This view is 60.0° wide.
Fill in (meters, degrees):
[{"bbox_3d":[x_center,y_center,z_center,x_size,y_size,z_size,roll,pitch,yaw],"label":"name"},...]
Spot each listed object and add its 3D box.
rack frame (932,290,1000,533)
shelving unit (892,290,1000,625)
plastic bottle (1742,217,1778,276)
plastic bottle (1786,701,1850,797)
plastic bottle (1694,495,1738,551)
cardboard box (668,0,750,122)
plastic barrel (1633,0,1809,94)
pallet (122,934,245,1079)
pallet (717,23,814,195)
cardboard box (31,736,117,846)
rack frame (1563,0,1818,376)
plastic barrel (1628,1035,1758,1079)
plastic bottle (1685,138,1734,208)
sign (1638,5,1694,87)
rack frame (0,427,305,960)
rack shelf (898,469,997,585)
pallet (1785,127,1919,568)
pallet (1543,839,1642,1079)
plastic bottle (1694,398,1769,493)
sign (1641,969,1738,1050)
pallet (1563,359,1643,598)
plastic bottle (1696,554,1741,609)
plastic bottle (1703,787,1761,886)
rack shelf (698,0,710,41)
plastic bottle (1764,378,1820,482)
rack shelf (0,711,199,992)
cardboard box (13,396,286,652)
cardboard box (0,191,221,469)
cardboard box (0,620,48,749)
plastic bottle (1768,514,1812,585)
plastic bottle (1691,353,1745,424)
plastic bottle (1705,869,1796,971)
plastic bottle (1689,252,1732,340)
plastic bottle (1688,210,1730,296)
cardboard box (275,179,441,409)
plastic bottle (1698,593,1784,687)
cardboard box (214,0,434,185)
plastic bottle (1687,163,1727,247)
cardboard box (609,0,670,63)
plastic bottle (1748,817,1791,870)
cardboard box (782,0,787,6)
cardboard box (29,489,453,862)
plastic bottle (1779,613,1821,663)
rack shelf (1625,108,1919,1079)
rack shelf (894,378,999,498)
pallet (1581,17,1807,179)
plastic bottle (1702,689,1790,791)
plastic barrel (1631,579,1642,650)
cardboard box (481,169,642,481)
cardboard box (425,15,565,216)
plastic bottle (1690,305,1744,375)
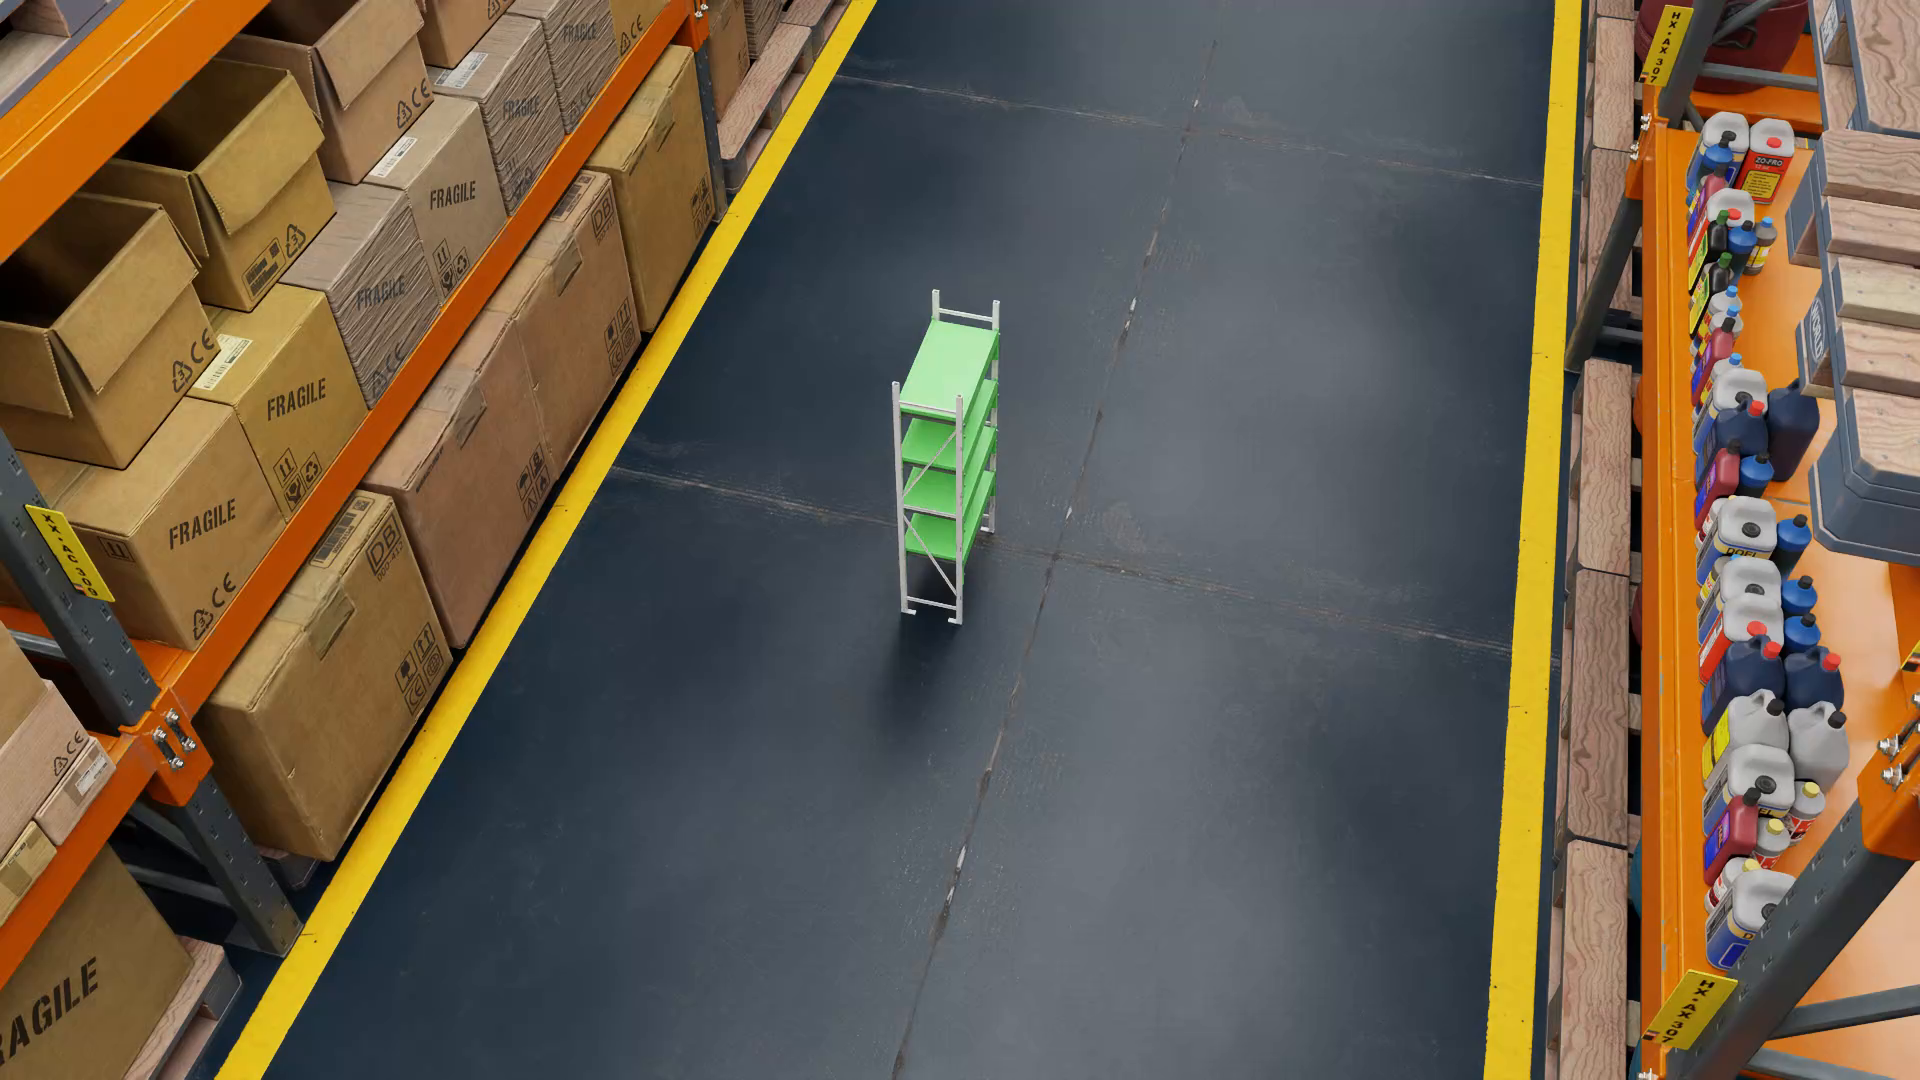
[{"bbox_3d":[0.021,-0.454,6.269,0.240,1.200,0.015,12,50,10],"label":"rack frame"},{"bbox_3d":[-0.044,-0.277,6.113,0.258,1.200,0.503,12,50,10],"label":"shelving unit"},{"bbox_3d":[2.731,-1.015,5.697,0.097,0.201,0.097,0,49,0],"label":"plastic bottle"},{"bbox_3d":[2.166,0.533,4.231,0.144,0.351,0.185,12,50,10],"label":"plastic bottle"},{"bbox_3d":[2.222,-0.049,4.844,0.097,0.201,0.097,0,49,0],"label":"plastic bottle"},{"bbox_3d":[-1.468,-2.460,8.213,0.700,0.500,0.500,9,49,8],"label":"cardboard box"},{"bbox_3d":[2.984,-2.116,6.445,0.600,0.536,0.708,12,50,10],"label":"plastic barrel"},{"bbox_3d":[-2.953,1.697,5.030,1.003,0.211,1.213,12,50,10],"label":"pallet"},{"bbox_3d":[-1.417,-2.296,8.554,1.003,0.211,1.213,12,50,10],"label":"pallet"},{"bbox_3d":[-2.442,0.608,4.299,0.380,0.149,0.250,12,50,10],"label":"cardboard box"},{"bbox_3d":[3.154,-1.676,6.147,1.000,3.000,0.127,12,50,10],"label":"rack frame"},{"bbox_3d":[2.261,1.383,4.567,0.600,0.901,0.708,12,50,10],"label":"plastic barrel"},{"bbox_3d":[2.671,-1.306,5.906,0.097,0.271,0.097,0,49,0],"label":"plastic bottle"},{"bbox_3d":[2.621,-1.833,6.177,0.100,0.325,0.005,12,50,10],"label":"sign"},{"bbox_3d":[-2.677,0.240,4.456,1.000,3.000,0.127,12,50,10],"label":"rack frame"},{"bbox_3d":[-0.044,-0.076,6.341,0.258,0.148,0.480,12,50,10],"label":"rack shelf"},{"bbox_3d":[2.213,-0.299,3.057,1.213,0.211,1.003,12,50,10],"label":"pallet"},{"bbox_3d":[2.344,1.590,5.125,1.003,0.211,1.213,12,50,10],"label":"pallet"},{"bbox_3d":[2.317,-0.293,4.959,0.144,0.351,0.185,12,50,10],"label":"plastic bottle"},{"bbox_3d":[1.571,1.016,3.587,0.100,0.325,0.005,12,50,10],"label":"sign"},{"bbox_3d":[2.986,-0.175,6.682,1.003,0.211,1.213,12,50,10],"label":"pallet"},{"bbox_3d":[2.161,0.119,4.696,0.097,0.201,0.097,0,49,0],"label":"plastic bottle"},{"bbox_3d":[1.910,0.731,4.101,0.061,0.283,0.133,12,50,10],"label":"plastic bottle"},{"bbox_3d":[-1.098,-3.862,8.556,1.077,0.370,4.000,12,50,10],"label":"rack shelf"},{"bbox_3d":[2.499,-0.360,5.019,0.144,0.351,0.185,12,50,10],"label":"plastic bottle"},{"bbox_3d":[-3.204,1.925,3.449,1.077,0.370,4.000,12,50,10],"label":"rack shelf"},{"bbox_3d":[-2.315,-0.077,4.669,0.500,0.500,0.500,12,50,10],"label":"cardboard box"},{"bbox_3d":[-2.517,-0.589,4.452,0.797,0.503,0.637,10,49,9],"label":"cardboard box"},{"bbox_3d":[-2.540,0.328,3.780,0.500,0.500,0.500,13,50,11],"label":"cardboard box"},{"bbox_3d":[2.343,0.028,4.729,0.097,0.271,0.097,0,49,0],"label":"plastic bottle"},{"bbox_3d":[2.367,-0.470,5.169,0.097,0.271,0.097,0,49,0],"label":"plastic bottle"},{"bbox_3d":[1.893,0.910,3.948,0.152,0.276,0.135,12,50,10],"label":"plastic bottle"},{"bbox_3d":[2.466,-0.799,5.451,0.061,0.283,0.133,12,50,10],"label":"plastic bottle"},{"bbox_3d":[2.527,-0.966,5.598,0.061,0.283,0.133,12,50,10],"label":"plastic bottle"},{"bbox_3d":[-2.052,-0.802,5.310,0.500,0.500,0.500,11,49,9],"label":"cardboard box"},{"bbox_3d":[2.122,0.281,4.503,0.152,0.276,0.135,12,50,10],"label":"plastic bottle"},{"bbox_3d":[-2.177,-1.535,5.288,0.797,0.503,0.637,13,50,11],"label":"cardboard box"},{"bbox_3d":[2.597,-1.159,5.769,0.061,0.283,0.133,12,50,10],"label":"plastic bottle"},{"bbox_3d":[-1.515,-2.281,6.614,0.500,0.500,0.500,13,50,11],"label":"cardboard box"},{"bbox_3d":[1.991,0.760,4.130,0.097,0.201,0.097,0,49,0],"label":"plastic bottle"},{"bbox_3d":[-1.191,-3.275,8.933,0.700,0.500,0.500,15,50,13],"label":"cardboard box"},{"bbox_3d":[-2.528,0.337,5.508,1.225,0.875,0.875,12,50,10],"label":"cardboard box"},{"bbox_3d":[2.247,0.293,4.495,0.097,0.271,0.097,0,49,0],"label":"plastic bottle"},{"bbox_3d":[2.627,0.009,5.140,1.077,0.370,4.000,12,50,10],"label":"rack shelf"},{"bbox_3d":[-0.044,-0.394,5.981,0.258,0.148,0.480,12,50,10],"label":"rack shelf"},{"bbox_3d":[3.718,-2.186,8.457,1.003,0.211,1.213,12,50,10],"label":"pallet"},{"bbox_3d":[2.027,0.504,4.256,0.144,0.351,0.185,12,50,10],"label":"plastic bottle"},{"bbox_3d":[2.744,0.157,5.858,0.600,0.588,0.708,12,50,10],"label":"plastic barrel"},{"bbox_3d":[-2.068,-0.951,6.644,1.225,0.875,0.875,12,50,10],"label":"cardboard box"},{"bbox_3d":[-1.786,-1.545,5.965,0.500,0.500,0.500,10,49,9],"label":"cardboard box"},{"bbox_3d":[2.428,-0.637,5.316,0.097,0.271,0.097,0,49,0],"label":"plastic bottle"}]
